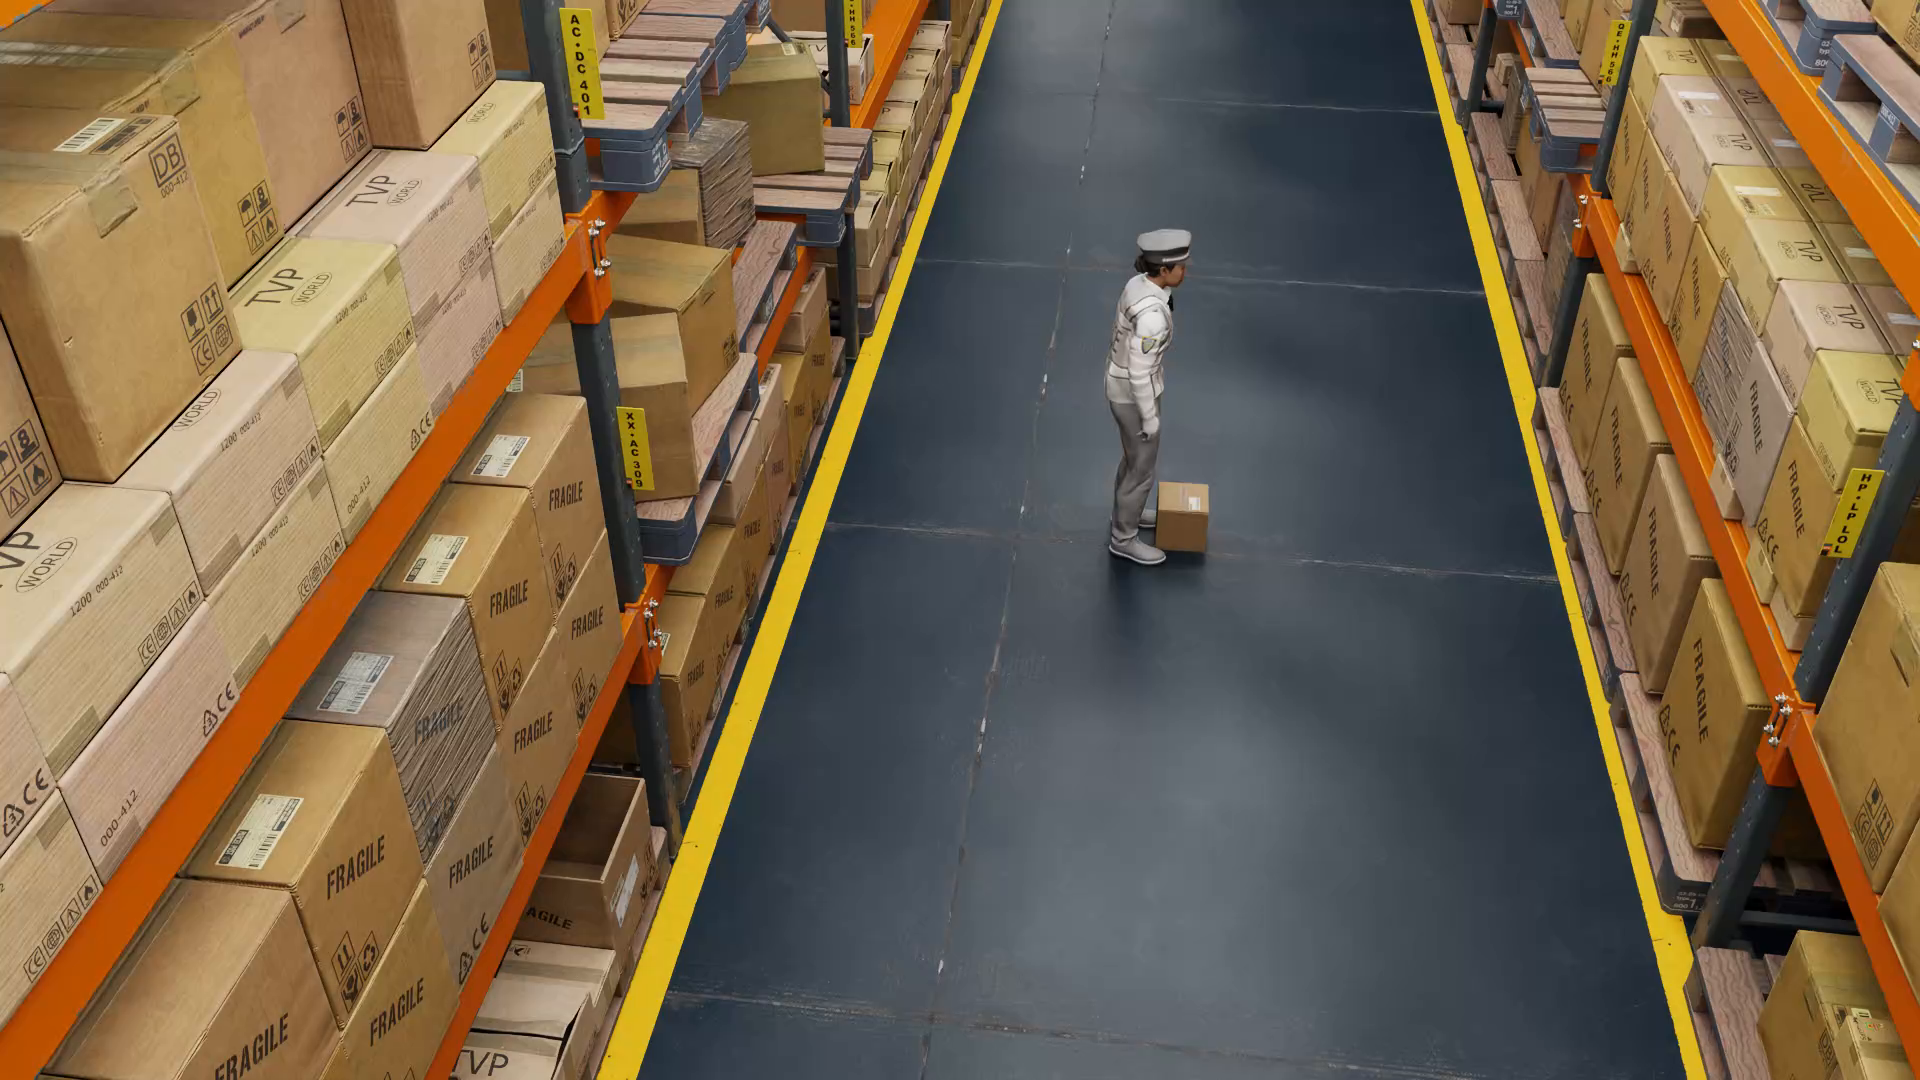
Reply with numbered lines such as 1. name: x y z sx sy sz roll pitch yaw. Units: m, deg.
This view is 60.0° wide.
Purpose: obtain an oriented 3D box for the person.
1. person: 0.876 -0.698 7.986 0.375 1.661 0.535 2 36 3
